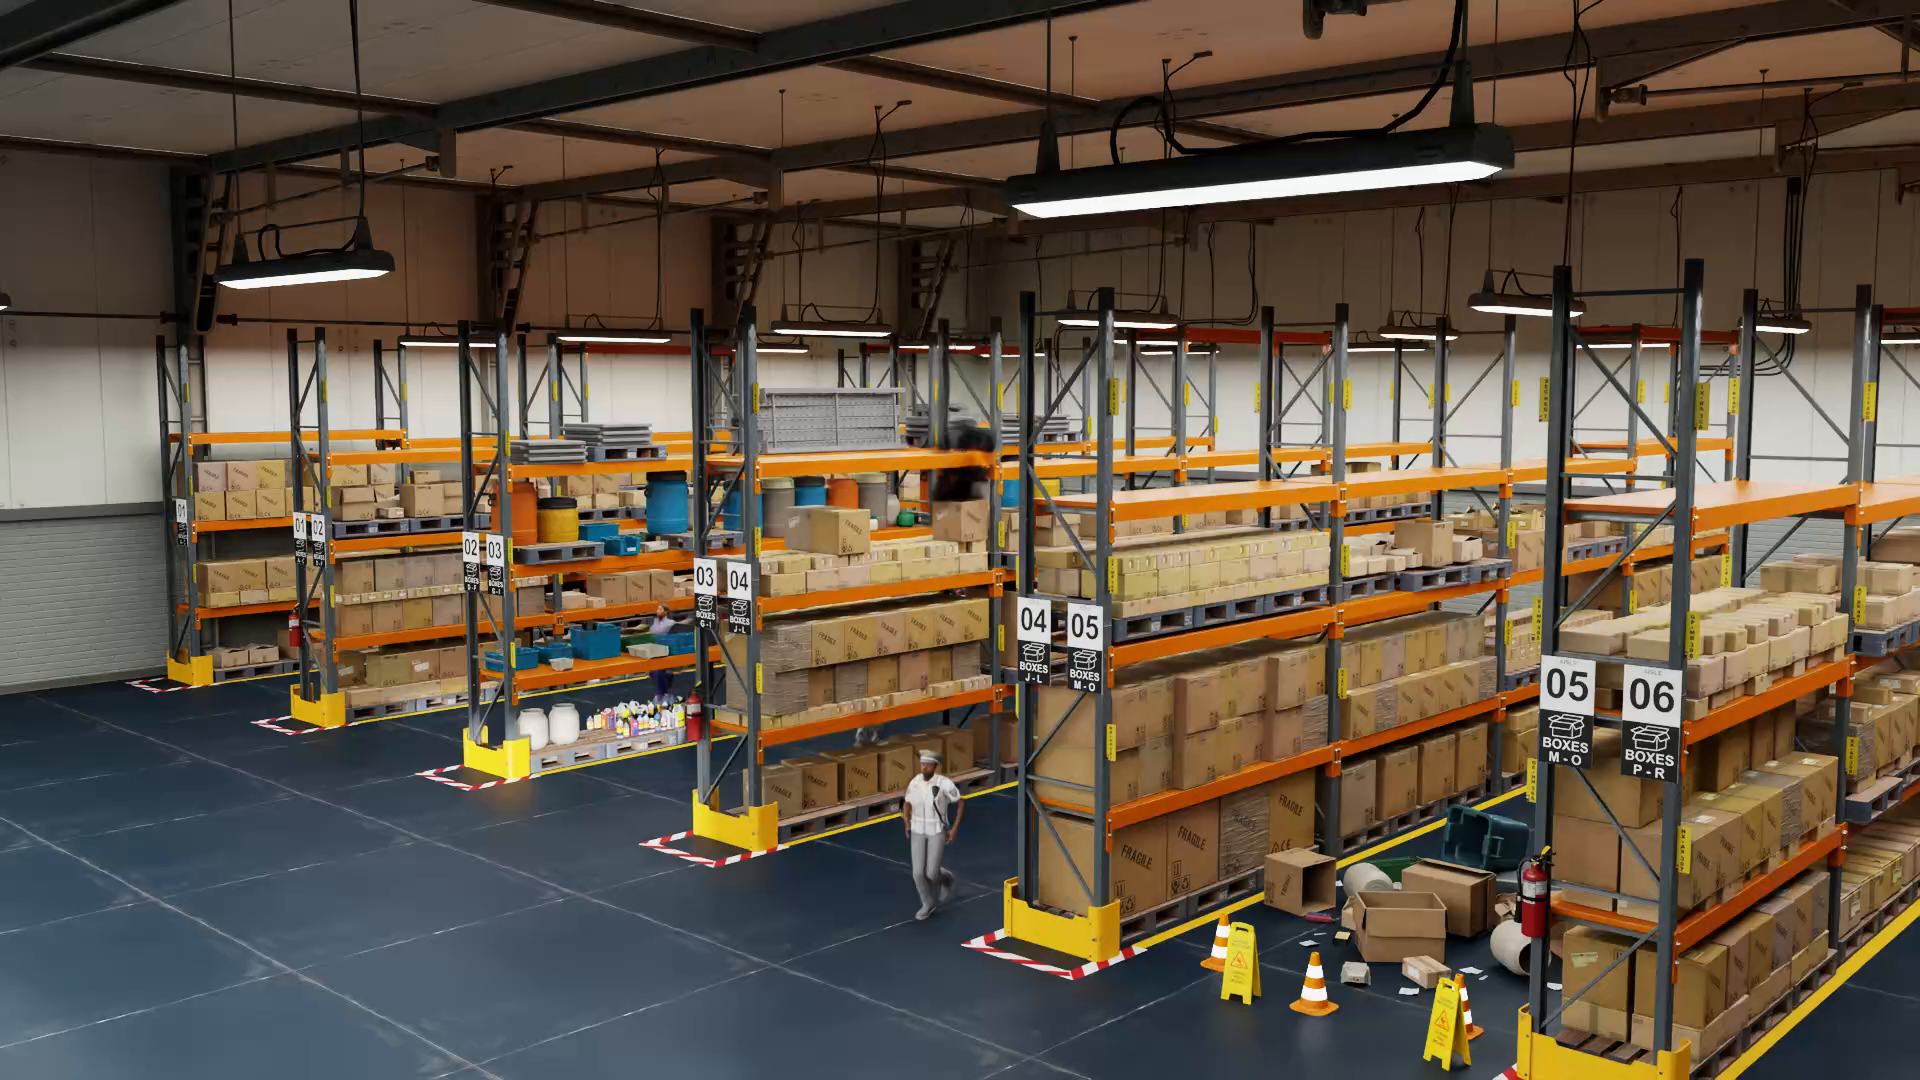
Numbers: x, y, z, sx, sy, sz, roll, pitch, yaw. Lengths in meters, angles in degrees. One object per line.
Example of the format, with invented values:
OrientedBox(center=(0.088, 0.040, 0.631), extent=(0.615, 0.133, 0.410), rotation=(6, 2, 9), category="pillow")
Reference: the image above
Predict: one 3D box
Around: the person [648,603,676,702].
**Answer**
OrientedBox(center=(-4.823, 1.834, 27.185), extent=(0.614, 1.602, 0.575), rotation=(4, 7, 34), category="person")

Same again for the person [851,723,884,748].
OrientedBox(center=(-1.276, 1.941, 22.360), extent=(0.604, 1.700, 0.837), rotation=(4, 7, 38), category="person")

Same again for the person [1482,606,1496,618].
OrientedBox(center=(8.209, 1.892, 25.741), extent=(0.701, 1.742, 0.739), rotation=(-4, 7, -39), category="person")

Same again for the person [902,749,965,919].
OrientedBox(center=(-0.274, 2.834, 16.156), extent=(0.615, 1.662, 0.584), rotation=(2, 6, 21), category="person")
